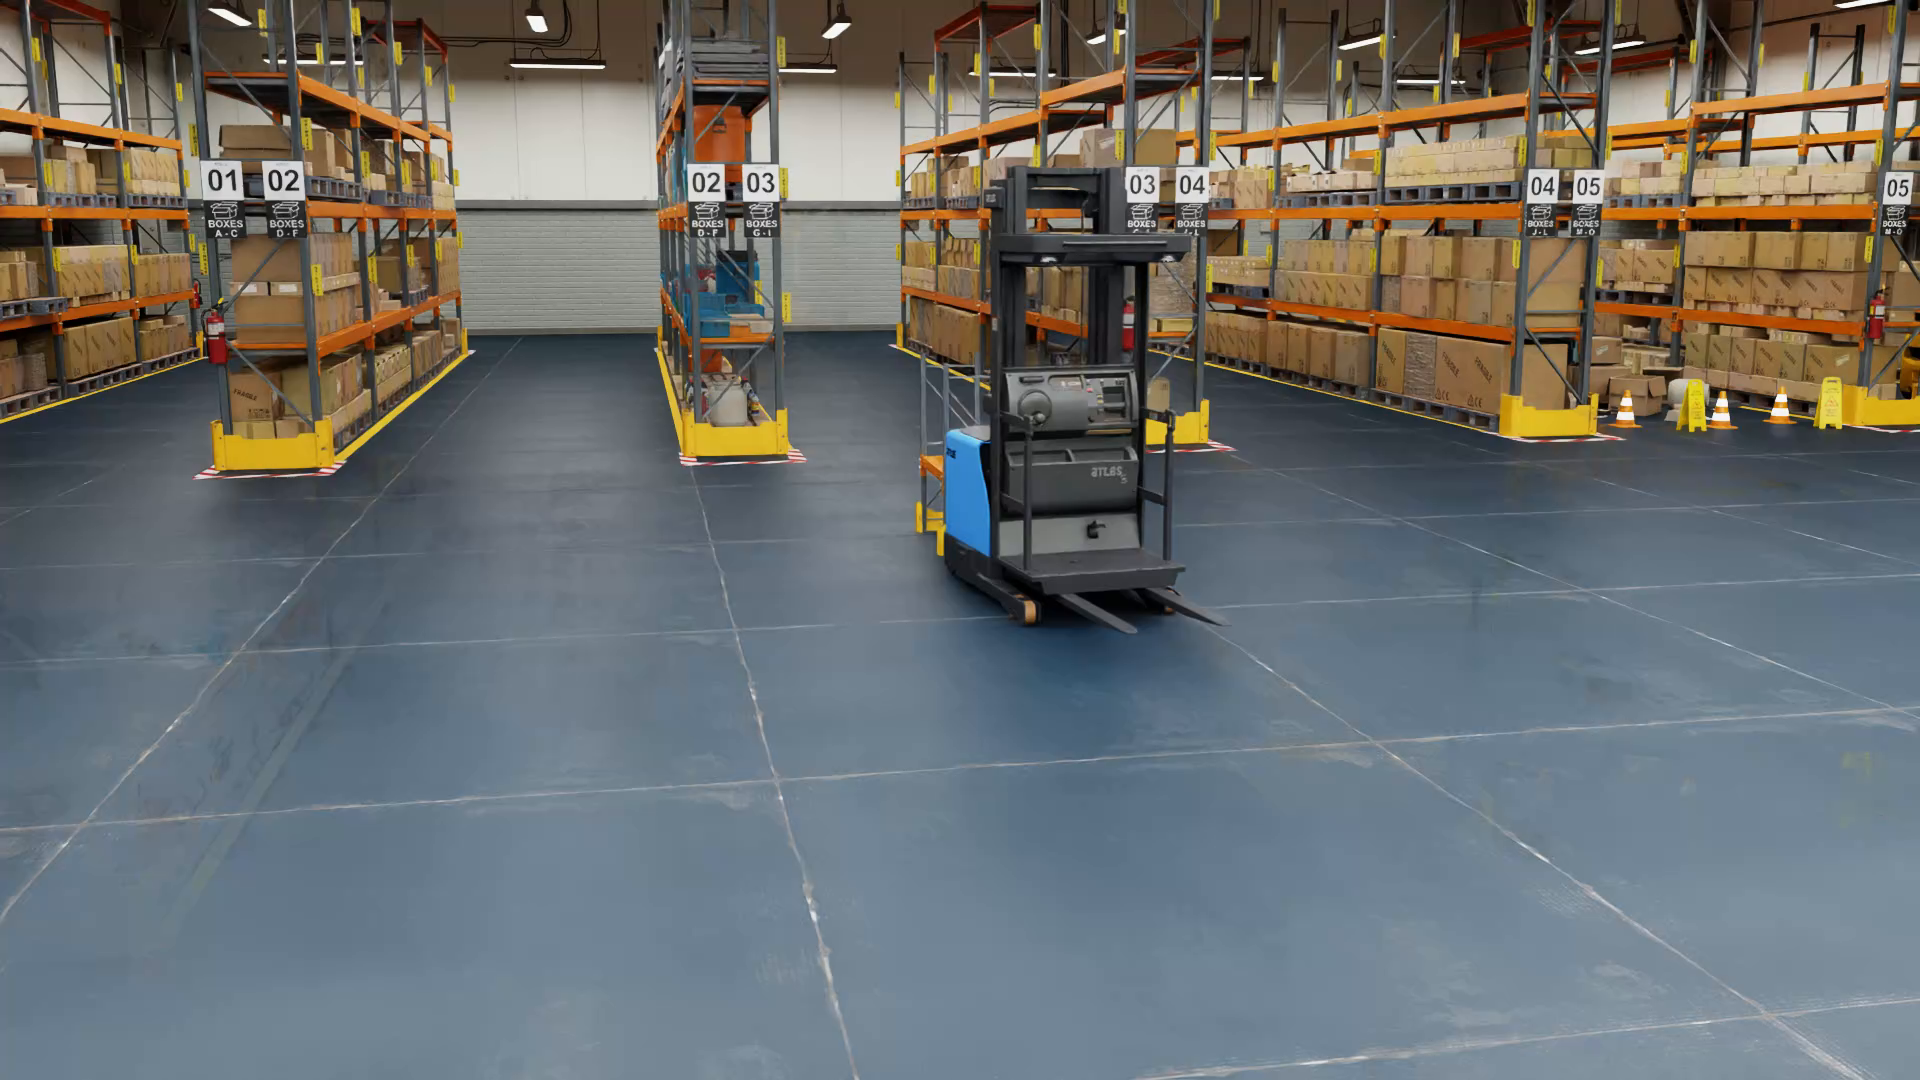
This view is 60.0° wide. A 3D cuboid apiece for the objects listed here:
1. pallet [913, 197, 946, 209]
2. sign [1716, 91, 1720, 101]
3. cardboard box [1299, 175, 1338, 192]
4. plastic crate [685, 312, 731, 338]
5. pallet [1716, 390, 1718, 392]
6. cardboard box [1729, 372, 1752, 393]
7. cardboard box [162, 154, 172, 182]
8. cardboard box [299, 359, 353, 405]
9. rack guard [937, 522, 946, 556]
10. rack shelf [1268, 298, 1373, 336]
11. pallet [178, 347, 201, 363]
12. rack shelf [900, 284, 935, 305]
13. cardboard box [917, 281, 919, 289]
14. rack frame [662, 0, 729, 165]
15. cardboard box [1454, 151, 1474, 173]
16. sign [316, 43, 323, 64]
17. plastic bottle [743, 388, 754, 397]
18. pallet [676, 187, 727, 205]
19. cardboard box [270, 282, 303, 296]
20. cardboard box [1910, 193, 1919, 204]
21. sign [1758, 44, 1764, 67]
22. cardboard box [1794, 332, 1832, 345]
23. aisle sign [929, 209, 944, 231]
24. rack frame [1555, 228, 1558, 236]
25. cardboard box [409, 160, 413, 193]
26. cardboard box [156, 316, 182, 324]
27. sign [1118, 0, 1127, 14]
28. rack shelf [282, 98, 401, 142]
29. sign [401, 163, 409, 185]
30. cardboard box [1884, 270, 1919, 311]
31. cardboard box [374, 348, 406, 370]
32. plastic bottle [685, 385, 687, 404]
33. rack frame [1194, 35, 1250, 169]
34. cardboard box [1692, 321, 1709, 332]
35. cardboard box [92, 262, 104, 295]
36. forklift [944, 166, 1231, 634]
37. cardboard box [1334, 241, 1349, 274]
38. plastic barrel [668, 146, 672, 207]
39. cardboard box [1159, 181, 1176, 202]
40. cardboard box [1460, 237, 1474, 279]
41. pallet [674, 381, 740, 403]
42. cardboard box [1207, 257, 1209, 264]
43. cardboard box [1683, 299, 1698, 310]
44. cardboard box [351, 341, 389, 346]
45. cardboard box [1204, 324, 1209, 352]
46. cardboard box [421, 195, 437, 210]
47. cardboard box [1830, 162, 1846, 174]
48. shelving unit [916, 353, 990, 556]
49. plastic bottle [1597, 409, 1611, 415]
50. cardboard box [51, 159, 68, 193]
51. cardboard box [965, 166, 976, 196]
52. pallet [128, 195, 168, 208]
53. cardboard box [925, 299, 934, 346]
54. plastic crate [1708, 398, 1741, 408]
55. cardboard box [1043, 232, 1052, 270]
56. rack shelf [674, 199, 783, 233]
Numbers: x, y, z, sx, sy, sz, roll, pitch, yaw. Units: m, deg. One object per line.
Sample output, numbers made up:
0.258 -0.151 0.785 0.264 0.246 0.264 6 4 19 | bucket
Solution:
-0.342 -6.628 32.713 1.003 0.211 1.213 -2 11 -11 | pallet
15.173 -8.871 33.316 0.100 0.325 0.005 -2 11 -11 | sign
5.726 -5.675 26.481 0.500 0.250 0.500 -2 11 -9 | cardboard box
-2.875 -2.451 18.951 0.499 0.251 0.616 -2 11 -11 | plastic crate
11.164 -2.491 26.217 1.003 0.211 1.213 -2 11 -11 | pallet
11.388 -2.261 23.781 0.500 0.250 0.500 -2 11 -12 | cardboard box
-14.817 -6.825 30.515 0.500 0.500 0.500 -2 11 -9 | cardboard box
-7.519 -1.870 19.723 0.500 0.500 0.500 -2 11 -11 | cardboard box
0.112 -0.017 13.120 0.587 0.250 0.087 -2 11 -11 | rack guard
6.092 -3.533 26.158 1.077 0.370 4.000 -2 11 -11 | rack shelf
-15.081 -3.504 31.542 1.003 0.211 1.213 -2 11 -11 | pallet
-0.348 -4.838 33.017 1.077 0.370 4.000 -2 11 -11 | rack shelf
-0.639 -5.028 32.761 0.380 0.149 0.250 -2 11 -10 | cardboard box
-4.040 -6.858 25.660 1.000 3.000 0.127 -2 11 -11 | rack frame
6.697 -4.850 21.351 0.500 0.250 0.500 -2 11 -11 | cardboard box
-9.430 -7.155 24.510 0.100 0.325 0.005 -2 11 -11 | sign
-2.726 -1.823 21.361 0.152 0.276 0.135 -2 11 -10 | plastic bottle
-3.026 -4.429 21.427 1.213 0.211 1.003 -2 11 -11 | pallet
-7.208 -2.712 17.919 0.380 0.149 0.250 -2 11 -11 | cardboard box
12.349 -4.407 21.477 0.380 0.149 0.250 -2 11 -11 | cardboard box
11.853 -7.179 24.637 0.100 0.325 0.005 -2 11 -11 | sign
11.546 -2.729 22.502 0.380 0.149 0.250 -2 11 -9 | cardboard box
-0.457 -6.859 34.760 0.394 0.787 0.004 -2 11 -11 | aisle sign
13.851 -6.100 37.722 1.000 3.000 0.127 -2 11 -11 | rack frame
-9.652 -6.148 28.295 0.600 0.600 0.600 -3 11 -16 | cardboard box
-14.825 -4.126 31.181 0.380 0.149 0.250 -2 11 -9 | cardboard box
1.826 -6.091 18.709 0.100 0.325 0.005 -2 11 -11 | sign
-8.510 -5.762 22.895 1.077 0.370 4.000 -2 11 -11 | rack shelf
-8.353 -5.516 25.040 0.100 0.325 0.005 -2 11 -11 | sign
12.275 -3.276 21.824 0.500 0.500 0.500 -2 11 -12 | cardboard box
-8.448 -2.680 24.487 0.500 0.311 0.500 -2 11 -12 | cardboard box
-3.540 -1.923 21.883 0.152 0.276 0.135 -2 11 -9 | plastic bottle
4.925 -7.933 31.311 1.000 3.000 0.127 -2 11 -11 | rack frame
14.709 -4.059 32.560 0.500 0.500 0.500 -2 11 -13 | cardboard box
-13.898 -4.137 26.291 0.500 0.500 0.500 -2 11 -9 | cardboard box
0.822 -0.969 10.951 1.130 2.935 3.031 -3 11 -18 | forklift
6.179 -4.337 25.520 0.700 0.500 0.500 -2 11 -11 | cardboard box
-4.093 -5.472 25.061 0.600 0.901 0.600 0 11 0 | plastic barrel
2.534 -4.121 19.706 0.500 0.250 0.500 -2 11 -9 | cardboard box
7.052 -3.664 21.637 0.875 0.550 0.550 -2 11 -11 | cardboard box
-3.693 -2.174 24.555 1.003 0.211 1.213 -2 11 -11 | pallet
4.705 -5.129 30.577 0.380 0.149 0.250 -2 11 -12 | cardboard box
11.064 -3.525 24.865 0.380 0.149 0.250 -2 11 -11 | cardboard box
-9.312 -2.883 26.327 0.500 0.500 0.500 -2 11 -9 | cardboard box
4.809 -3.820 31.304 0.500 0.500 0.500 -2 11 -9 | cardboard box
-9.529 -5.963 29.382 0.500 0.250 0.500 -2 11 -11 | cardboard box
11.660 -4.872 21.788 0.380 0.149 0.250 -2 11 -12 | cardboard box
0.015 -0.723 13.483 0.587 1.500 1.083 -2 11 -11 | shelving unit
8.729 -1.746 22.707 0.133 0.061 0.283 -6 13 -31 | plastic bottle
-14.158 -5.573 25.490 0.700 0.500 0.500 -2 11 -8 | cardboard box
0.375 -6.084 28.228 0.500 0.500 0.500 -2 11 -8 | cardboard box
-14.918 -6.088 29.874 1.003 0.211 1.213 -2 11 -11 | pallet
-0.184 -4.276 32.700 0.875 0.875 0.875 -2 11 -11 | cardboard box
10.818 -1.966 23.810 0.402 0.080 0.583 -6 13 -31 | plastic crate
1.435 -3.952 22.700 0.500 0.500 0.500 -2 11 -11 | cardboard box
-2.873 -3.931 20.226 1.077 0.370 4.000 -2 11 -11 | rack shelf
